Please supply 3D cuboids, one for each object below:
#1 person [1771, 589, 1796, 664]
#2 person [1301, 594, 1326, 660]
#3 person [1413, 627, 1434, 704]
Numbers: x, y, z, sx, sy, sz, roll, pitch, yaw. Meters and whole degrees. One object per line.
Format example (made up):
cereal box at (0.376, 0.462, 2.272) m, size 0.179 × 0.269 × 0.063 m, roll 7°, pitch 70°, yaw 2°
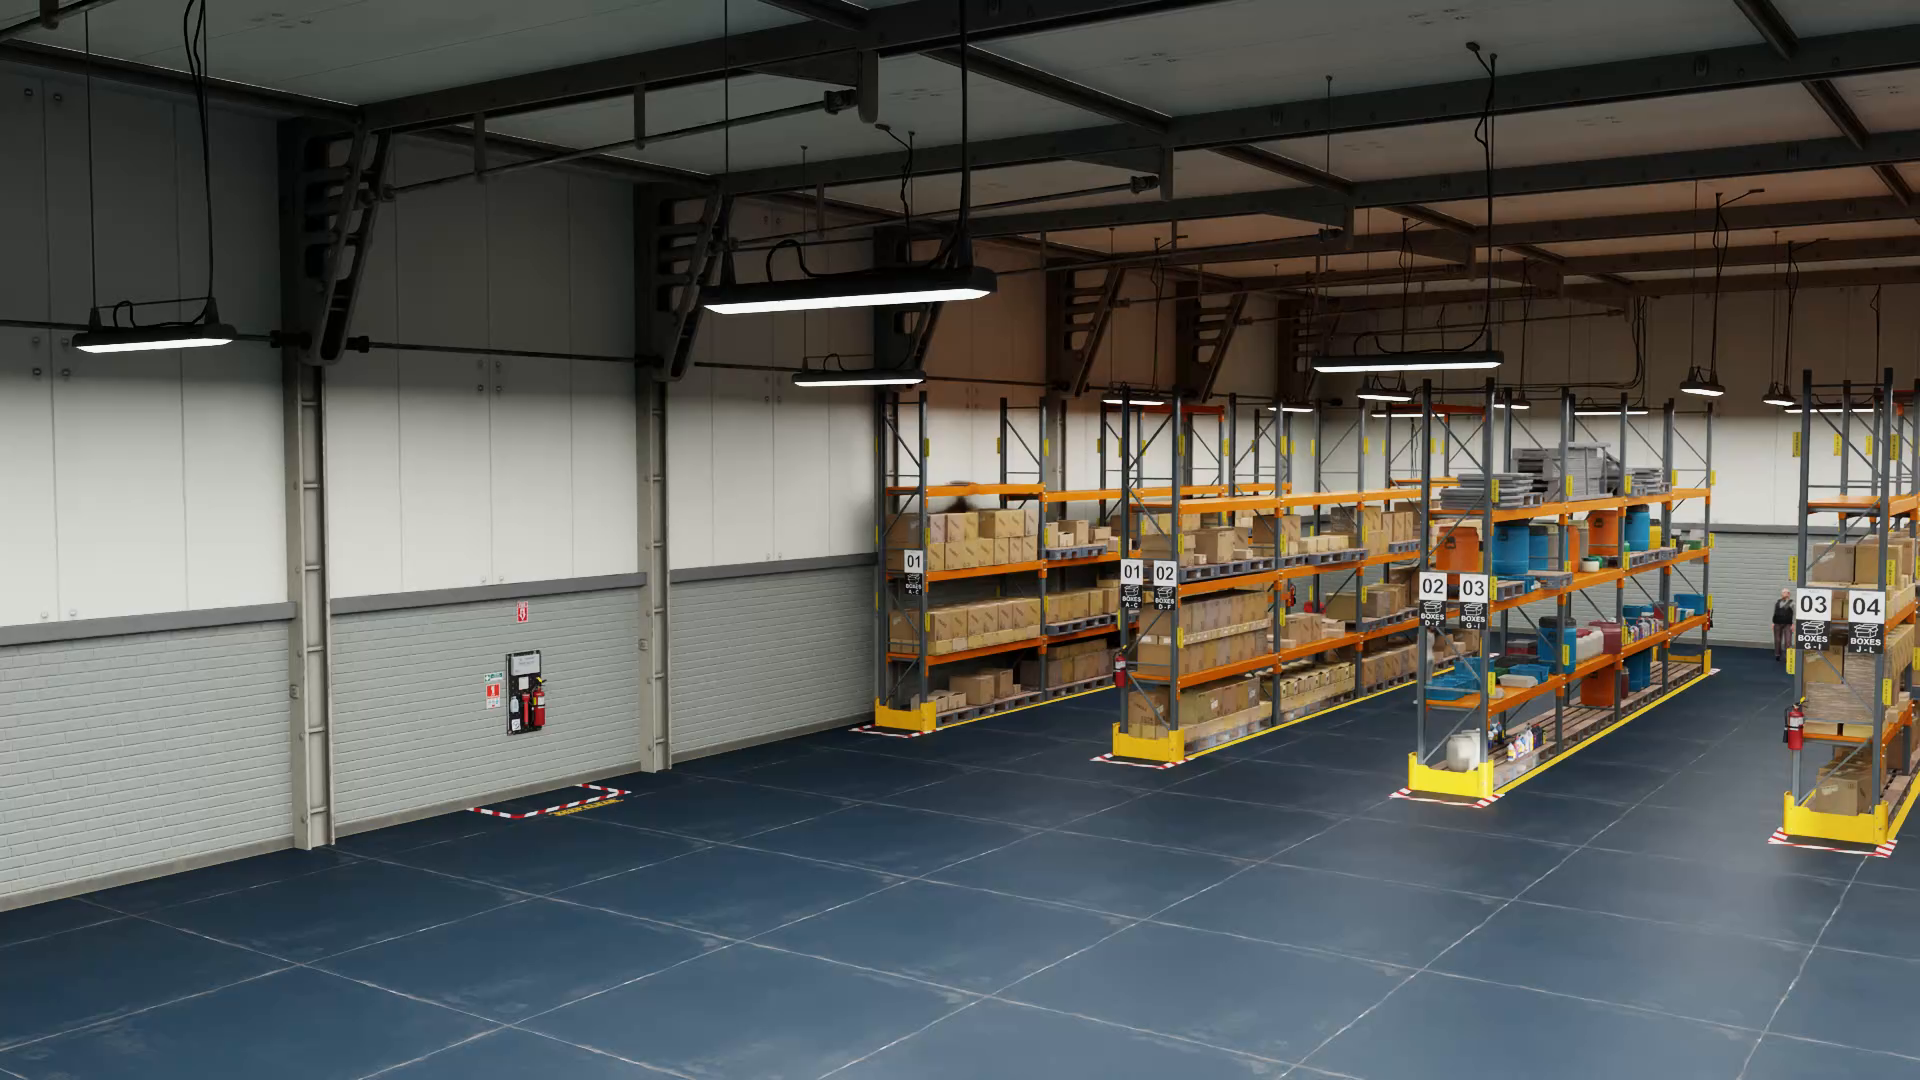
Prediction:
person at (19.243, 2.003, 38.816) m, size 0.545 × 1.734 × 0.519 m, roll 2°, pitch 4°, yaw 29°
person at (8.055, 2.055, 37.851) m, size 0.638 × 1.779 × 0.846 m, roll 2°, pitch 4°, yaw 38°
person at (9.033, 2.365, 32.336) m, size 0.377 × 1.684 × 0.513 m, roll 3°, pitch 4°, yaw 39°
